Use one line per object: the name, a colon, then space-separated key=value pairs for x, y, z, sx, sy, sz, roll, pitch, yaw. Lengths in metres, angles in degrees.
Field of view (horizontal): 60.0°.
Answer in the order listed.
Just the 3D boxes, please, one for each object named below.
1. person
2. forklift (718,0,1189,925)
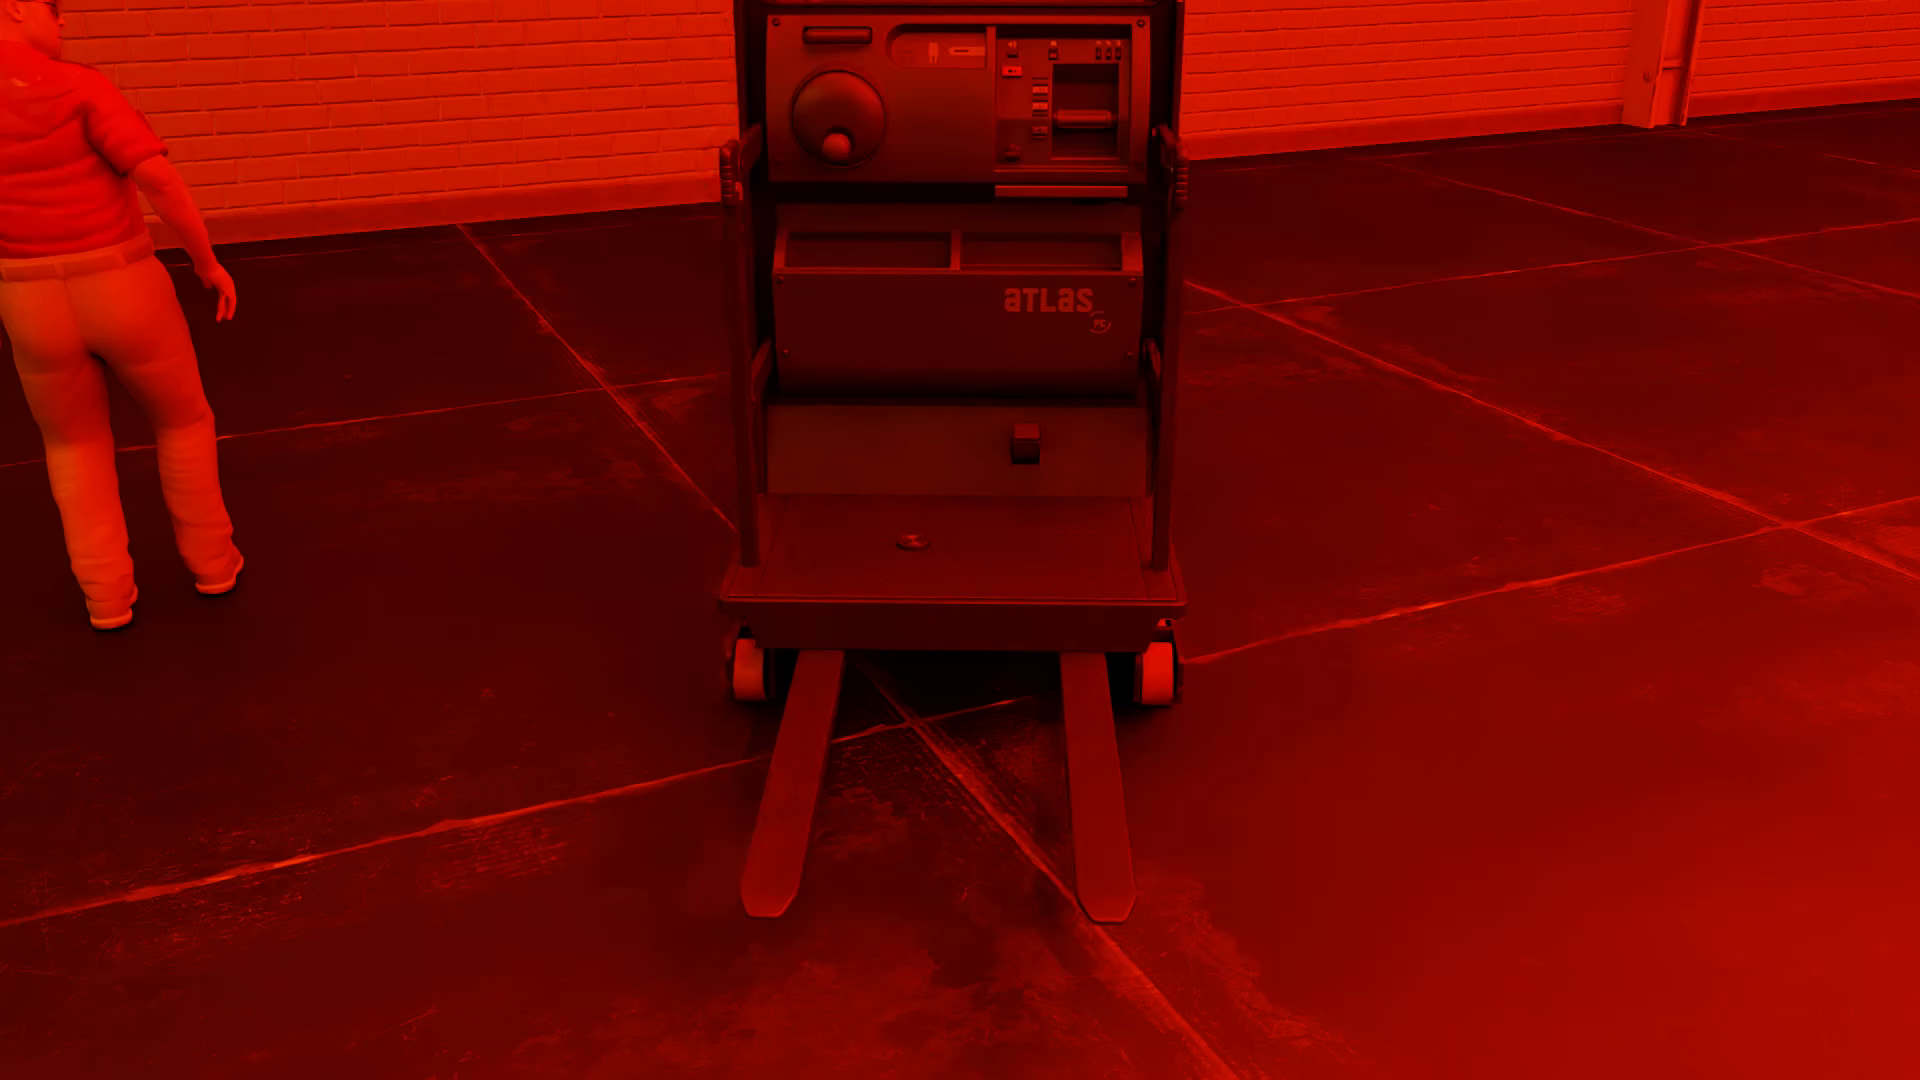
person: x=-2.308 y=-0.636 z=4.404 sx=0.747 sy=1.713 sz=0.504 roll=-5 pitch=23 yaw=-11
forklift: x=-0.008 y=-1.062 z=3.843 sx=1.130 sy=2.935 sz=3.031 roll=1 pitch=23 yaw=1
